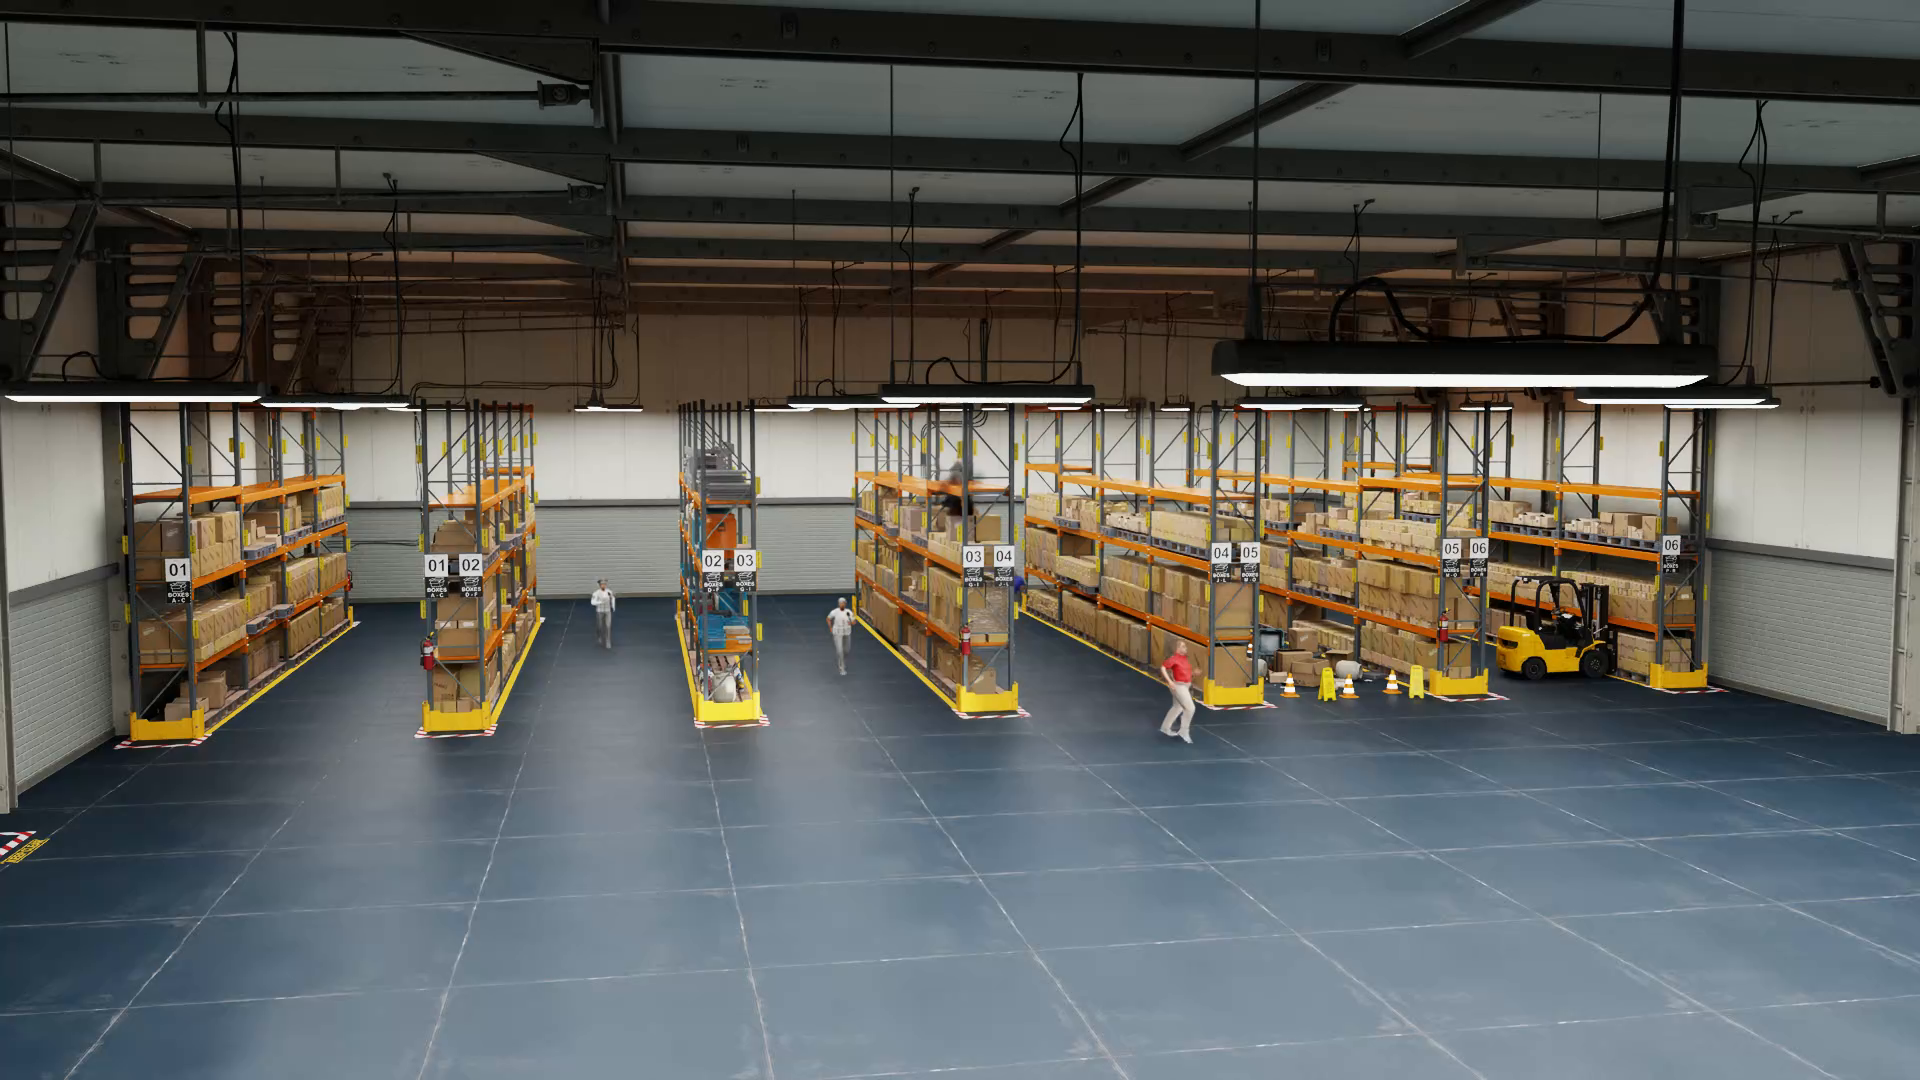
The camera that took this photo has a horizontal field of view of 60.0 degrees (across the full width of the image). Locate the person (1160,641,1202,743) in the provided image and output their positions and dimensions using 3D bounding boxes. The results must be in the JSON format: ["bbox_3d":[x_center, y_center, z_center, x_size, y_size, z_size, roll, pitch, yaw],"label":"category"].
[{"bbox_3d":[3.872,2.669,29.234,0.775,1.802,0.634,2,5,22],"label":"person"}]

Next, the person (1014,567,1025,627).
[{"bbox_3d":[1.478,1.564,44.471,0.548,1.684,0.683,-1,4,-9],"label":"person"}]

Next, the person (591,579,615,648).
[{"bbox_3d":[-8.748,1.777,40.828,0.611,1.679,0.939,-2,5,-21],"label":"person"}]

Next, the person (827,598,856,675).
[{"bbox_3d":[-2.605,2.100,36.774,0.605,1.653,0.943,-2,5,-20],"label":"person"}]
